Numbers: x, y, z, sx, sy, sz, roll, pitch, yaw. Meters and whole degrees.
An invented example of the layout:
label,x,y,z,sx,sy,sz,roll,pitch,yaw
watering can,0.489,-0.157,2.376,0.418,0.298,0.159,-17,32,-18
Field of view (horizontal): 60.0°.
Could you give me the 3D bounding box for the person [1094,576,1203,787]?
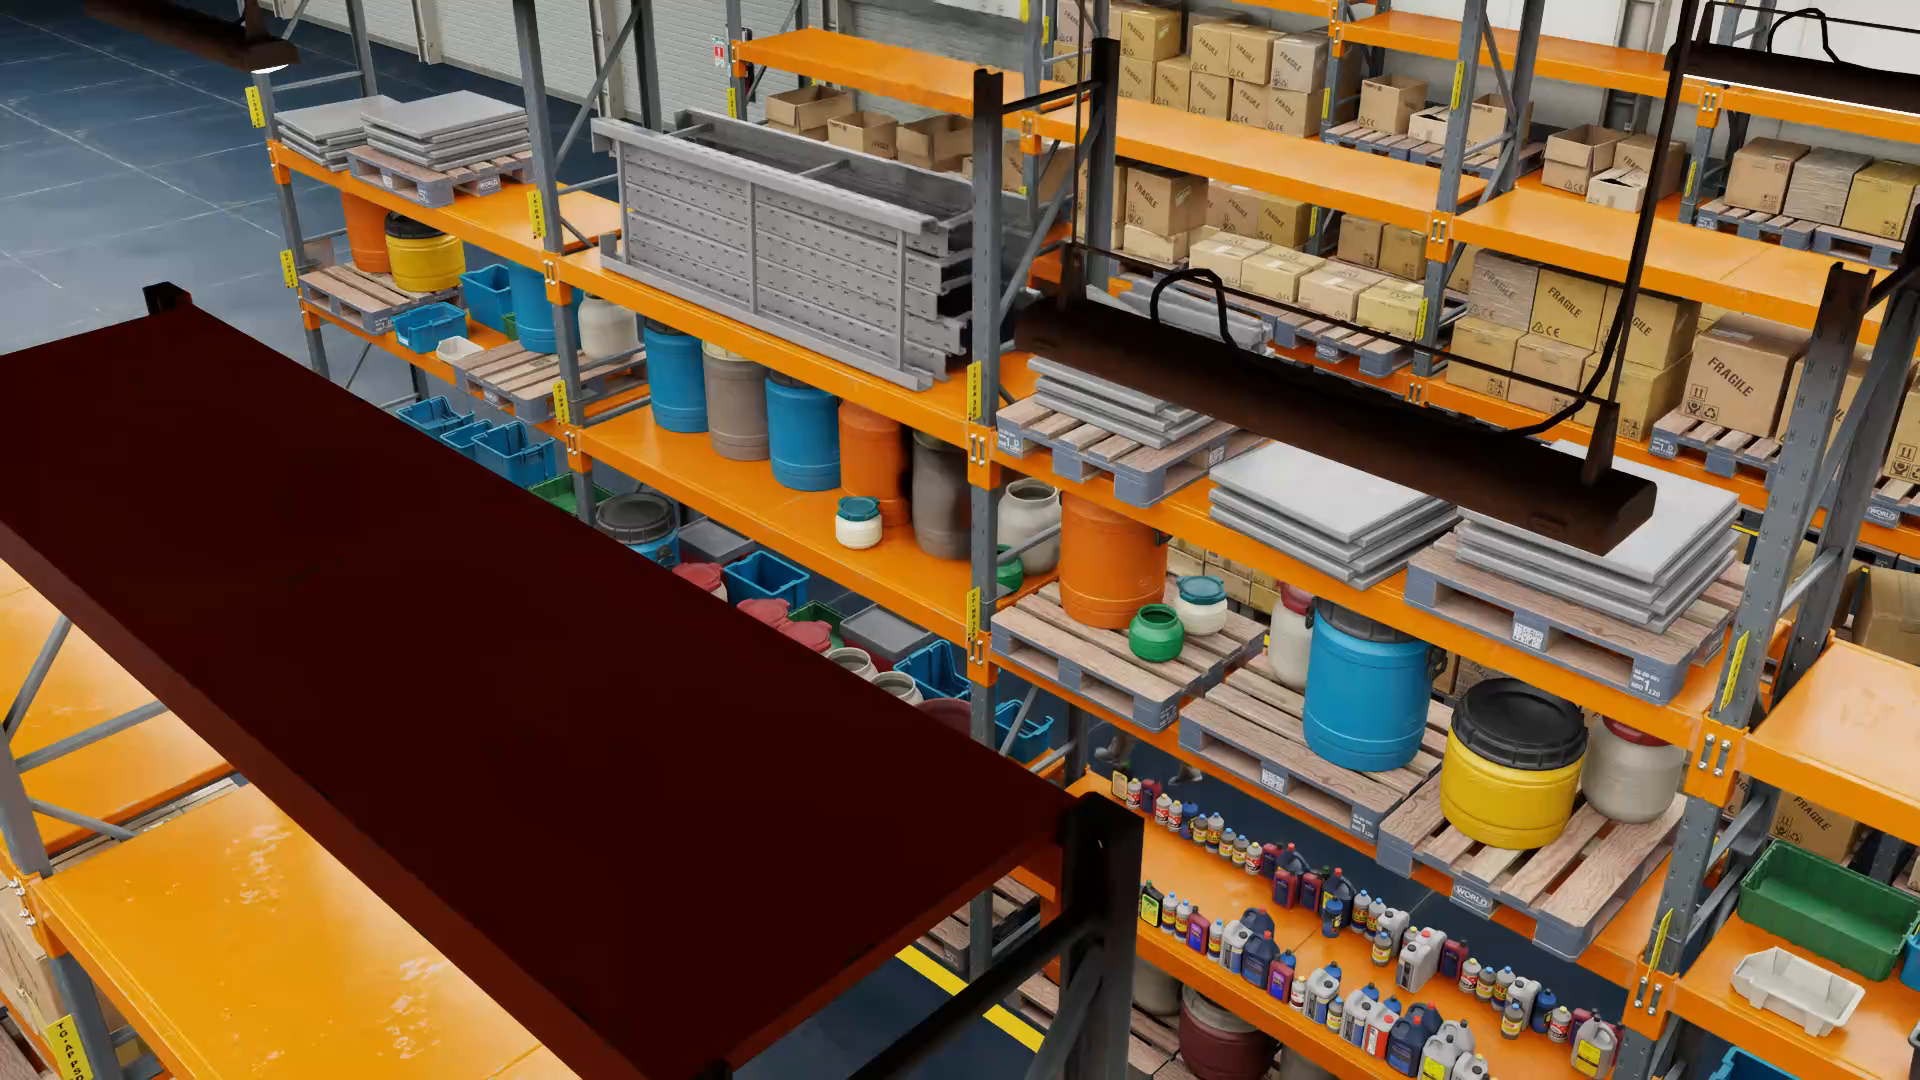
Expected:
label,x,y,z,sx,sy,sz,roll,pitch,yaw
person,1.400,1.014,12.064,0.654,1.770,0.900,-24,37,-36
